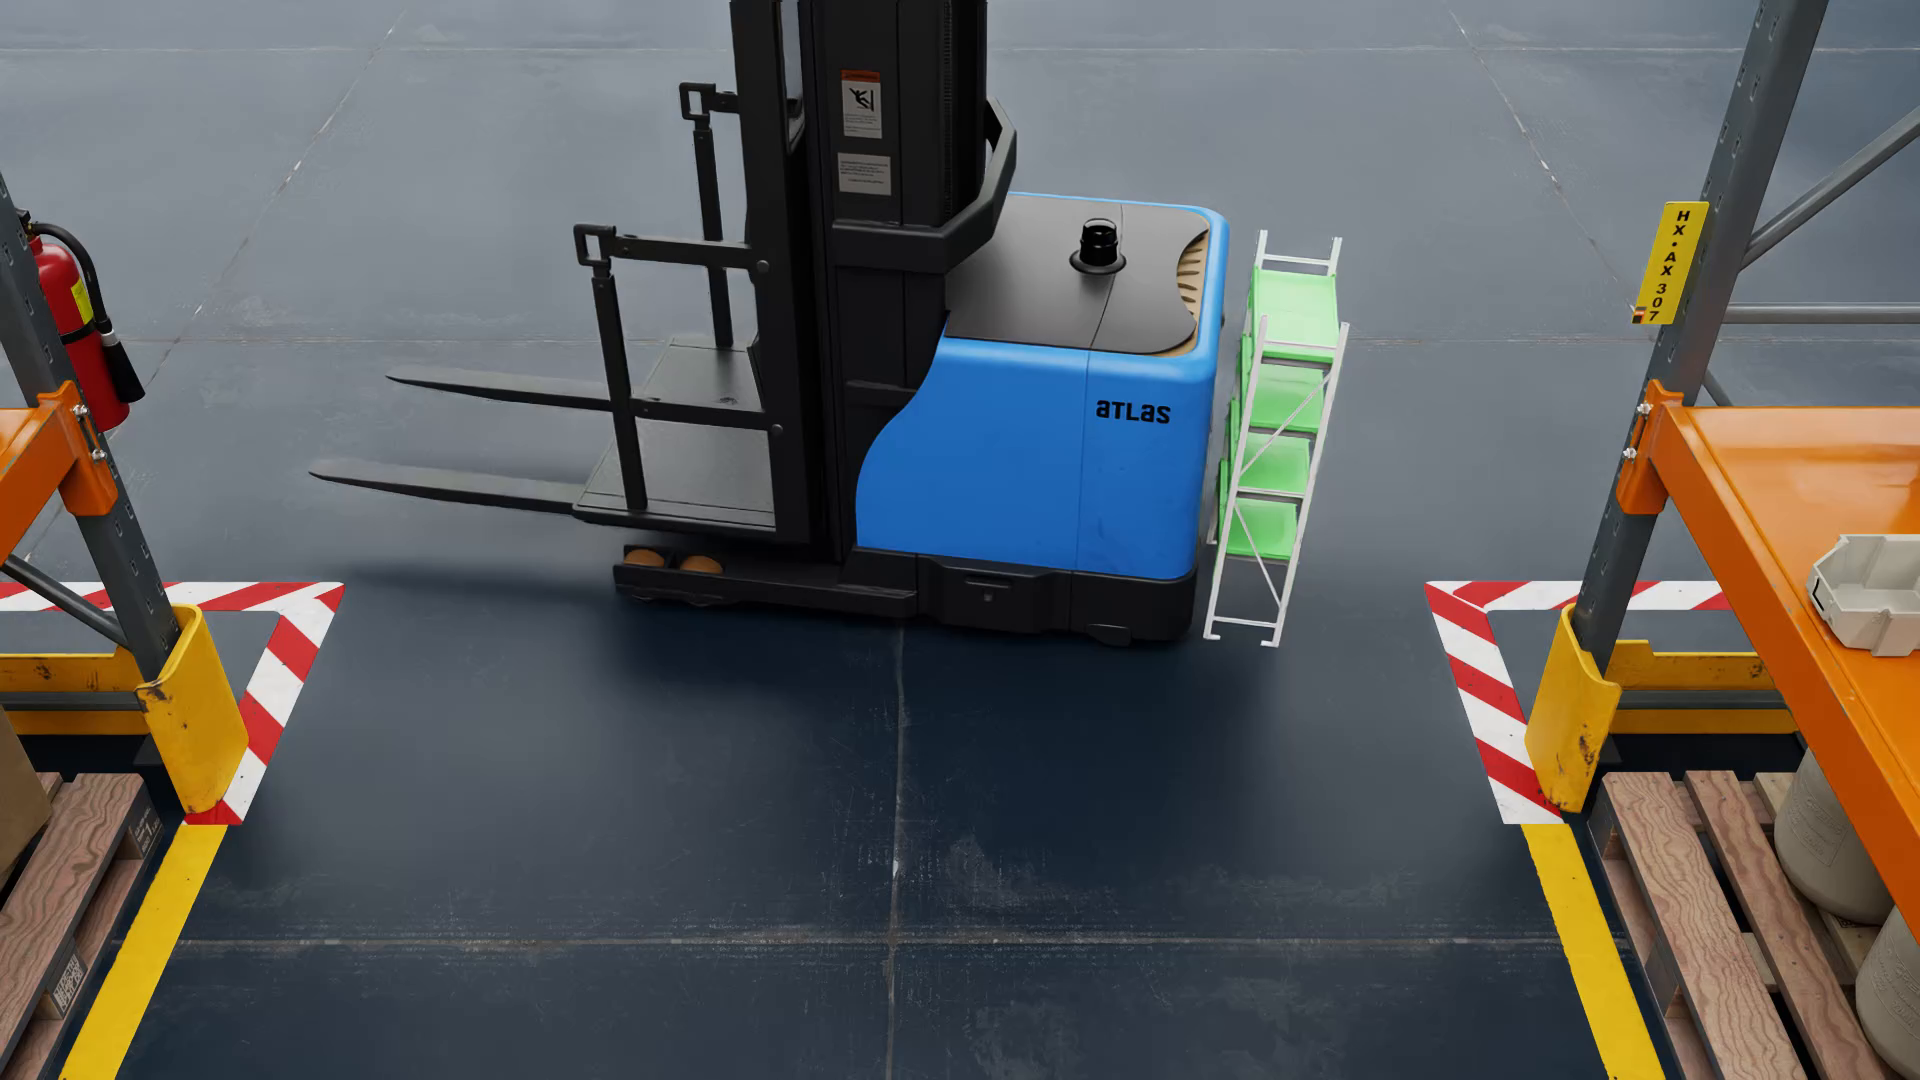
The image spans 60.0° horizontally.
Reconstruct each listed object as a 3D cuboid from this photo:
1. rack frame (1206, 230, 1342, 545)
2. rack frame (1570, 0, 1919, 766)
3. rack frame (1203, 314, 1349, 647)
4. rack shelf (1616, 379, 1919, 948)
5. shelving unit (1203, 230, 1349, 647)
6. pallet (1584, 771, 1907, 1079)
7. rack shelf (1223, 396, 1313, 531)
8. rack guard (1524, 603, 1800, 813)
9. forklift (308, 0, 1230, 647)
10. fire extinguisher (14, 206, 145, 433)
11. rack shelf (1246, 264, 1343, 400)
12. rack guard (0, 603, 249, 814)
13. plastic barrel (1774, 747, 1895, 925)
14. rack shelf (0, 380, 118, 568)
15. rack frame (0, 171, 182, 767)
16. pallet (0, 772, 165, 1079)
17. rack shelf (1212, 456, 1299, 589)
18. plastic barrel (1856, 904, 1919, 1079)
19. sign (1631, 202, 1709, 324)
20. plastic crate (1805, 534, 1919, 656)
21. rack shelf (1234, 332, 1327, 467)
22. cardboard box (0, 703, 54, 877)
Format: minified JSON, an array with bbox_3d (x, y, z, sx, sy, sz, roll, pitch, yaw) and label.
[{"bbox_3d":[0.992,-0.443,5.335,0.240,1.200,0.015,7,39,5],"label":"rack frame"},{"bbox_3d":[2.233,-0.543,4.029,1.000,3.000,0.127,0,39,0],"label":"rack frame"},{"bbox_3d":[0.926,-0.141,4.958,0.240,1.200,0.015,7,39,5],"label":"rack frame"},{"bbox_3d":[2.235,0.988,2.694,1.077,0.370,4.000,0,39,0],"label":"rack shelf"},{"bbox_3d":[0.959,-0.292,5.146,0.258,1.200,0.503,7,39,5],"label":"shelving unit"},{"bbox_3d":[2.276,1.100,4.208,1.003,0.211,1.213,0,39,0],"label":"pallet"},{"bbox_3d":[0.956,-0.243,5.187,0.258,0.148,0.480,7,39,5],"label":"rack shelf"},{"bbox_3d":[2.280,0.480,4.752,1.175,0.500,0.348,0,39,0],"label":"rack guard"},{"bbox_3d":[-0.682,-1.244,4.959,3.031,2.935,1.130,6,39,8],"label":"forklift"},{"bbox_3d":[-2.259,-0.581,4.139,0.296,0.674,0.183,0,39,0],"label":"fire extinguisher"},{"bbox_3d":[0.976,-0.615,4.884,0.258,0.148,0.480,7,39,5],"label":"rack shelf"},{"bbox_3d":[-2.720,0.483,4.747,1.175,0.500,0.348,0,39,0],"label":"rack guard"},{"bbox_3d":[2.310,0.675,4.162,0.421,0.512,0.421,0,39,0],"label":"plastic barrel"},{"bbox_3d":[-2.717,0.992,2.689,1.077,0.370,4.000,0,39,0],"label":"rack shelf"},{"bbox_3d":[-2.720,-0.540,4.025,1.000,3.000,0.127,0,39,0],"label":"rack frame"},{"bbox_3d":[-2.754,1.104,4.204,1.003,0.211,1.213,0,39,0],"label":"pallet"},{"bbox_3d":[0.946,-0.056,5.338,0.258,0.148,0.480,7,39,5],"label":"rack shelf"},{"bbox_3d":[2.311,0.989,3.771,0.421,0.512,0.421,0,39,0],"label":"plastic barrel"},{"bbox_3d":[1.683,-0.654,3.946,0.100,0.325,0.005,0,39,0],"label":"sign"},{"bbox_3d":[1.912,0.119,3.413,0.298,0.136,0.250,0,39,0],"label":"plastic crate"},{"bbox_3d":[0.966,-0.429,5.035,0.258,0.148,0.480,7,39,5],"label":"rack shelf"},{"bbox_3d":[-2.736,0.662,4.188,0.500,0.500,0.500,7,39,8],"label":"cardboard box"}]
